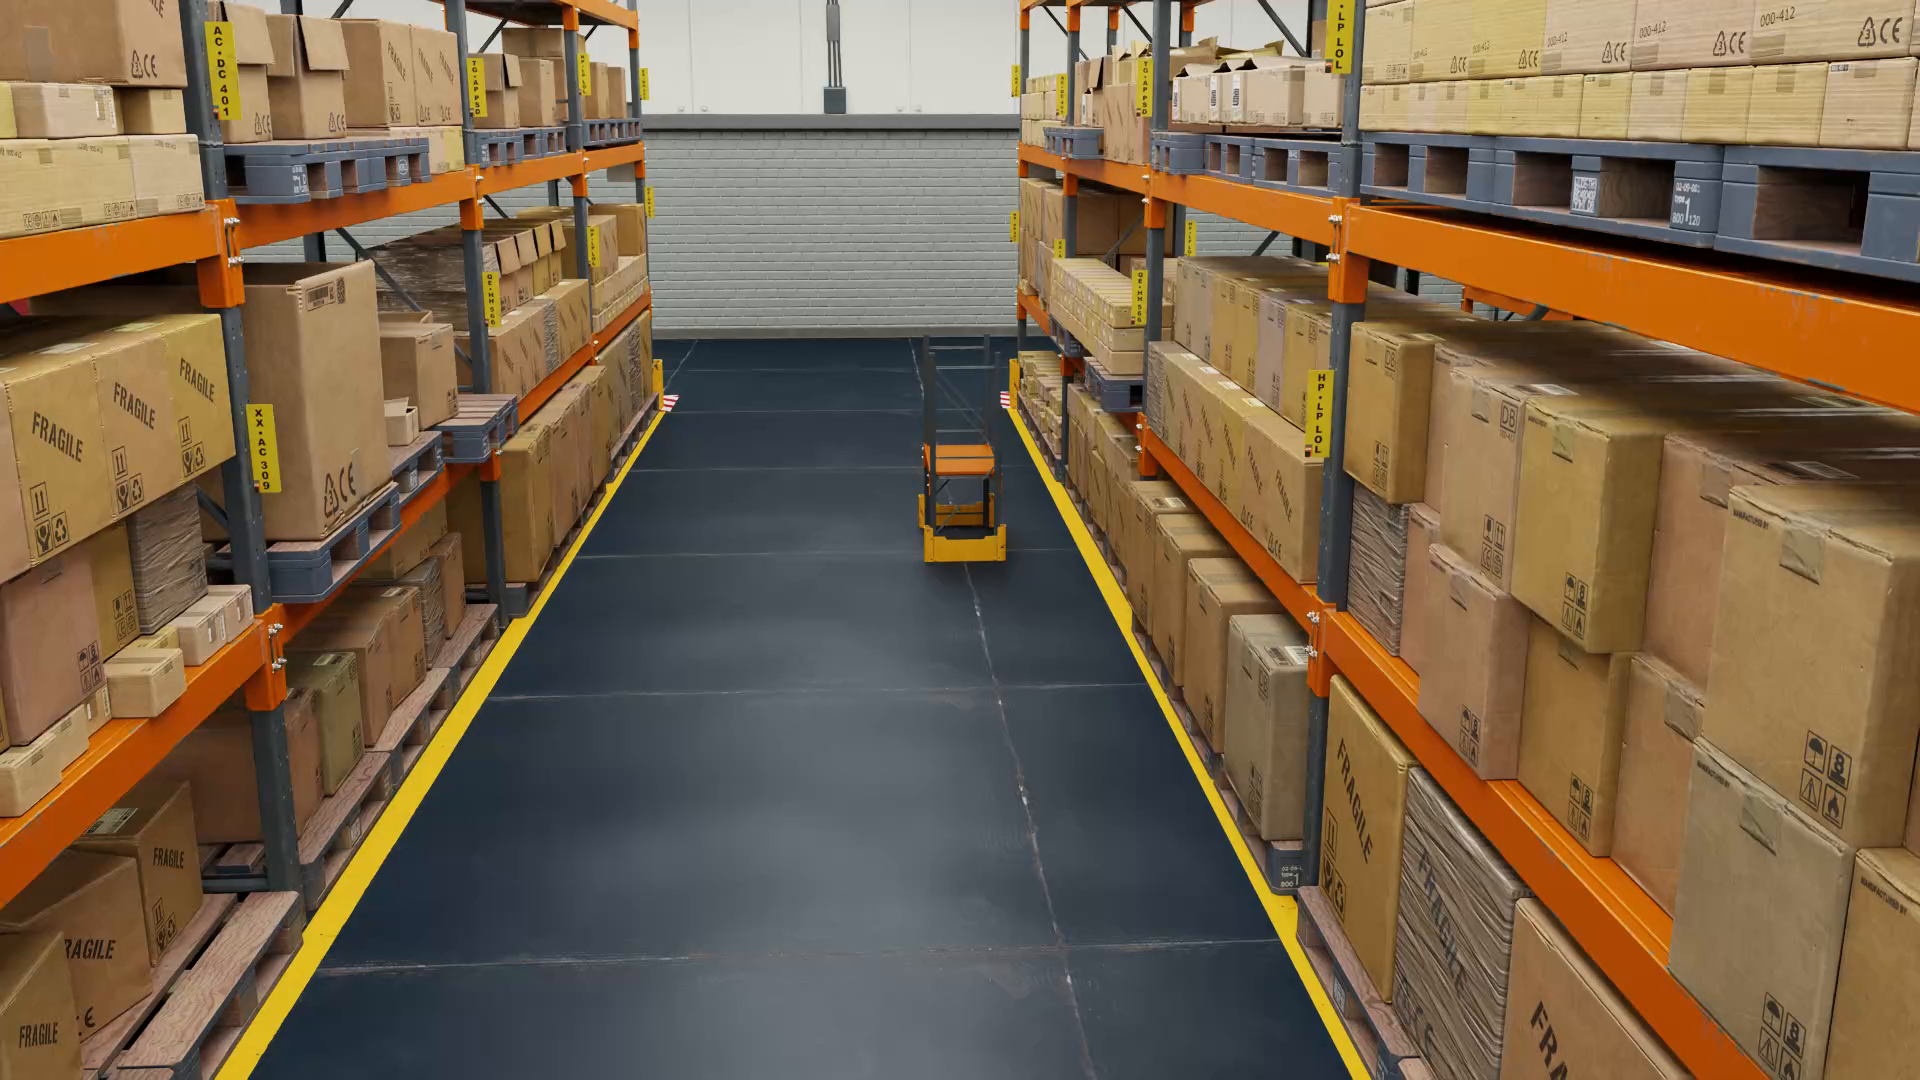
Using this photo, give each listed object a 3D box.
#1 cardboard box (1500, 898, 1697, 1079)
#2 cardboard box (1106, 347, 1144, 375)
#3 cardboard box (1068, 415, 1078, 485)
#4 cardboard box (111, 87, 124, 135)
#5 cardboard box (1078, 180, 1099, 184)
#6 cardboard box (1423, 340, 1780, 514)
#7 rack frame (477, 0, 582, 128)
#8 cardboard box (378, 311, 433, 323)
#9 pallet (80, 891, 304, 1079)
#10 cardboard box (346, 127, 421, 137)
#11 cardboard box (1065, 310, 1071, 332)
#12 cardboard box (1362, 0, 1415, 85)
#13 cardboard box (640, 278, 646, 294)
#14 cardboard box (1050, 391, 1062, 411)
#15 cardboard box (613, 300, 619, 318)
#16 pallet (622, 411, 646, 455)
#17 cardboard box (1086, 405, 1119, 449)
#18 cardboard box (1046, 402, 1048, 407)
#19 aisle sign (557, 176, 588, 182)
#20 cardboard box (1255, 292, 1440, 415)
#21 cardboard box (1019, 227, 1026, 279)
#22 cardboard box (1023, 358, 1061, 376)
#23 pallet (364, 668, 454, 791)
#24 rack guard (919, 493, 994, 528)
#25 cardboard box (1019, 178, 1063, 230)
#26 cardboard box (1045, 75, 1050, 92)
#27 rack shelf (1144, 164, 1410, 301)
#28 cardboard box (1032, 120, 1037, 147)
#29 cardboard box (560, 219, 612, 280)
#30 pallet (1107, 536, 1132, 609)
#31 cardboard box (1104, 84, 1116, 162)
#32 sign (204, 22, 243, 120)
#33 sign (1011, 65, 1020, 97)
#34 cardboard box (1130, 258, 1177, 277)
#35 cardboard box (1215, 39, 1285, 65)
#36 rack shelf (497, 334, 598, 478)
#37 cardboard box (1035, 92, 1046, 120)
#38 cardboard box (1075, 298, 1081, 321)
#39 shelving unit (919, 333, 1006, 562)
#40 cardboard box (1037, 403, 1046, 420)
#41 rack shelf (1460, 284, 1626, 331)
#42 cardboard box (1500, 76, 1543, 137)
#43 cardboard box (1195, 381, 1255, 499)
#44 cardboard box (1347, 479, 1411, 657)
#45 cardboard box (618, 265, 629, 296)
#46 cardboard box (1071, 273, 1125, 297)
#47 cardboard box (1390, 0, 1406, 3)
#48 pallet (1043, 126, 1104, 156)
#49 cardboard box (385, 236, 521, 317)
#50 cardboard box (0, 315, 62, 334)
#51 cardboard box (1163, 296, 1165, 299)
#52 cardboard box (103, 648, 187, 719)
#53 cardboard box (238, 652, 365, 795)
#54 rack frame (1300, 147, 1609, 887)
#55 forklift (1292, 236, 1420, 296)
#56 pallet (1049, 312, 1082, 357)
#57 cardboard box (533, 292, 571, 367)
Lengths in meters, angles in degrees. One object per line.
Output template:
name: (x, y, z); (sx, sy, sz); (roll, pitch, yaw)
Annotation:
cardboard box: (1.956, 1.479, 4.178); (0.875, 0.875, 0.875); (-1, 14, -4)
cardboard box: (1.136, -1.147, 10.625); (0.380, 0.149, 0.250); (-1, 14, -3)
cardboard box: (1.159, -0.749, 13.592); (0.500, 0.500, 0.500); (0, 14, -1)
cardboard box: (-2.850, -1.332, 5.165); (0.380, 0.149, 0.250); (-1, 14, -3)
cardboard box: (1.438, -3.380, 16.838); (0.500, 0.500, 0.500); (-1, 14, -5)
cardboard box: (2.012, -0.323, 5.293); (0.875, 0.550, 0.550); (-1, 14, -3)
rack frame: (-3.579, -4.798, 13.115); (1.000, 3.000, 0.127); (-1, 14, -3)
cardboard box: (-3.258, -1.016, 9.412); (0.500, 0.500, 0.500); (-3, 15, -10)
pallet: (-3.007, 1.614, 5.831); (1.003, 0.211, 1.213); (-1, 14, -3)
cardboard box: (-2.984, -1.915, 8.232); (0.500, 0.250, 0.500); (0, 14, -2)
cardboard box: (1.008, -1.664, 12.635); (0.380, 0.149, 0.250); (-2, 15, -6)
cardboard box: (1.624, -1.605, 5.384); (0.500, 0.250, 0.500); (-1, 14, -3)
cardboard box: (-3.458, -2.618, 17.185); (0.380, 0.149, 0.250); (-1, 14, -3)
cardboard box: (1.018, -1.264, 15.105); (0.380, 0.149, 0.250); (-1, 14, -4)
cardboard box: (-3.333, -2.110, 15.210); (0.380, 0.149, 0.250); (-1, 14, -4)
pallet: (-3.627, -1.037, 16.132); (1.003, 0.211, 1.213); (-1, 14, -3)
cardboard box: (1.222, -0.853, 12.491); (0.500, 0.250, 0.500); (0, 14, -1)
cardboard box: (1.028, -1.312, 15.886); (0.380, 0.149, 0.250); (-2, 15, -6)
aisle sign: (-4.131, -4.160, 17.457); (0.394, 0.787, 0.004); (-1, 14, -3)
cardboard box: (1.772, -0.864, 7.658); (0.700, 0.500, 0.500); (-1, 14, -3)
cardboard box: (0.882, -3.016, 17.429); (0.500, 0.500, 0.500); (0, 14, -1)
cardboard box: (0.848, -1.783, 17.121); (0.380, 0.149, 0.250); (-1, 14, -4)
pallet: (-3.212, 0.950, 8.412); (1.003, 0.211, 1.213); (-1, 14, -3)
rack guard: (-0.026, -0.226, 12.903); (0.587, 0.250, 0.087); (-1, 14, -3)
cardboard box: (0.893, -3.500, 17.305); (0.500, 0.500, 0.500); (-1, 14, -4)
cardboard box: (0.979, -4.154, 15.130); (0.380, 0.149, 0.250); (-1, 14, -4)
rack shelf: (1.749, -1.556, 7.979); (1.077, 0.370, 4.000); (-1, 14, -3)
cardboard box: (0.975, -3.944, 16.118); (0.500, 0.250, 0.500); (-1, 14, -5)
cardboard box: (-3.376, -2.573, 14.706); (0.500, 0.500, 0.500); (-1, 14, -3)
pallet: (1.578, 0.207, 11.299); (1.003, 0.211, 1.213); (-1, 14, -3)
cardboard box: (1.265, -2.837, 11.313); (0.500, 0.500, 0.500); (-1, 14, -3)
sign: (-2.542, -1.616, 5.732); (0.100, 0.325, 0.005); (-1, 14, -3)
sign: (0.588, -4.807, 17.414); (0.100, 0.325, 0.005); (-1, 14, -3)
cardboard box: (1.597, -2.217, 13.591); (0.380, 0.149, 0.250); (0, 14, -1)
cardboard box: (1.844, -3.054, 10.621); (0.396, 0.266, 0.258); (-1, 14, -3)
rack shelf: (-3.455, -1.047, 12.019); (1.077, 0.370, 4.000); (-1, 14, -3)
cardboard box: (0.983, -4.067, 15.589); (0.500, 0.250, 0.500); (-1, 14, -6)
cardboard box: (1.042, -1.676, 12.085); (0.380, 0.149, 0.250); (-1, 14, -5)
shelving unit: (0.005, -0.707, 12.266); (0.587, 1.500, 1.083); (-1, 14, -3)
cardboard box: (0.952, -1.242, 16.212); (0.380, 0.149, 0.250); (-1, 14, -3)
rack shelf: (6.188, -2.195, 16.480); (1.077, 0.370, 4.000); (-1, 14, -3)
cardboard box: (1.637, -1.125, 4.320); (0.380, 0.149, 0.250); (-1, 14, -3)
cardboard box: (1.478, -0.506, 8.273); (0.500, 0.500, 0.500); (-1, 14, -4)
cardboard box: (1.908, 0.064, 5.955); (0.875, 0.550, 0.550); (-1, 14, -3)
cardboard box: (-3.433, -2.460, 15.773); (0.500, 0.250, 0.500); (-1, 14, -3)
cardboard box: (1.024, -1.887, 12.310); (0.380, 0.149, 0.250); (0, 14, -1)
cardboard box: (1.573, -1.764, 5.204); (0.380, 0.149, 0.250); (-1, 14, -4)
pallet: (1.309, -3.151, 13.109); (1.213, 0.211, 1.003); (-1, 14, -3)
cardboard box: (-3.398, -1.776, 11.197); (0.797, 0.503, 0.637); (-1, 14, -2)
cardboard box: (-3.309, -0.464, 5.506); (0.500, 0.500, 0.500); (-1, 14, -3)
cardboard box: (1.685, -1.746, 12.358); (0.380, 0.149, 0.250); (-1, 14, -3)
cardboard box: (-2.689, 0.453, 5.249); (0.380, 0.149, 0.250); (-1, 14, -3)
cardboard box: (-3.111, 0.822, 7.444); (0.700, 0.500, 0.500); (-1, 14, -4)
rack frame: (1.873, 0.045, 6.330); (1.000, 3.000, 0.127); (-1, 14, -3)
forklift: (3.472, -1.849, 13.830); (1.130, 2.935, 3.031); (-5, 15, -20)
pallet: (1.280, -1.659, 13.339); (1.003, 0.211, 1.213); (-1, 14, -3)
cardboard box: (-3.215, -1.576, 12.431); (0.500, 0.500, 0.500); (-1, 14, -4)
